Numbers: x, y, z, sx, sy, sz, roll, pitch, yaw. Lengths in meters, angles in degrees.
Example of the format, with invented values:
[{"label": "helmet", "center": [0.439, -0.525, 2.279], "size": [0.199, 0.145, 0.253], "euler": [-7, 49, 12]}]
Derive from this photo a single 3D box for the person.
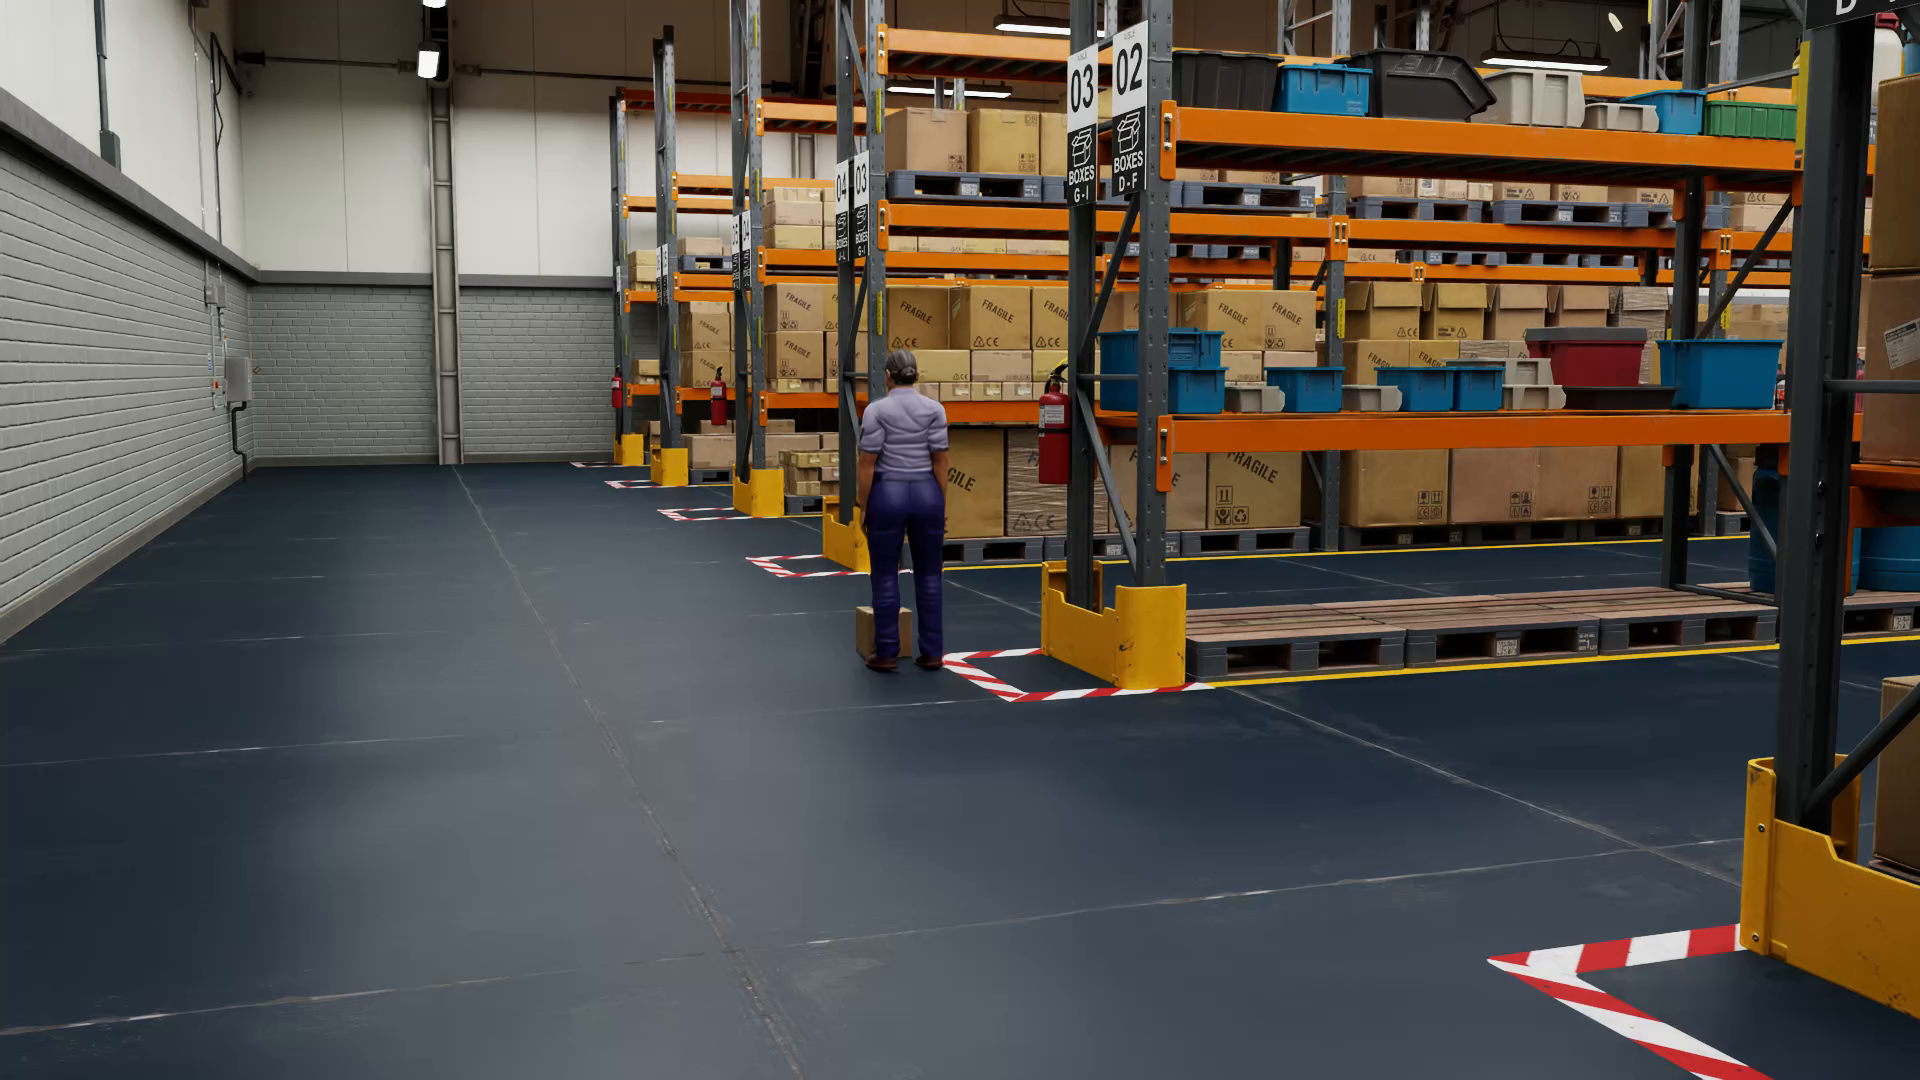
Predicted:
[{"label": "person", "center": [-0.304, -0.151, 8.559], "size": [0.478, 1.663, 0.368], "euler": [-2, 6, -14]}]
